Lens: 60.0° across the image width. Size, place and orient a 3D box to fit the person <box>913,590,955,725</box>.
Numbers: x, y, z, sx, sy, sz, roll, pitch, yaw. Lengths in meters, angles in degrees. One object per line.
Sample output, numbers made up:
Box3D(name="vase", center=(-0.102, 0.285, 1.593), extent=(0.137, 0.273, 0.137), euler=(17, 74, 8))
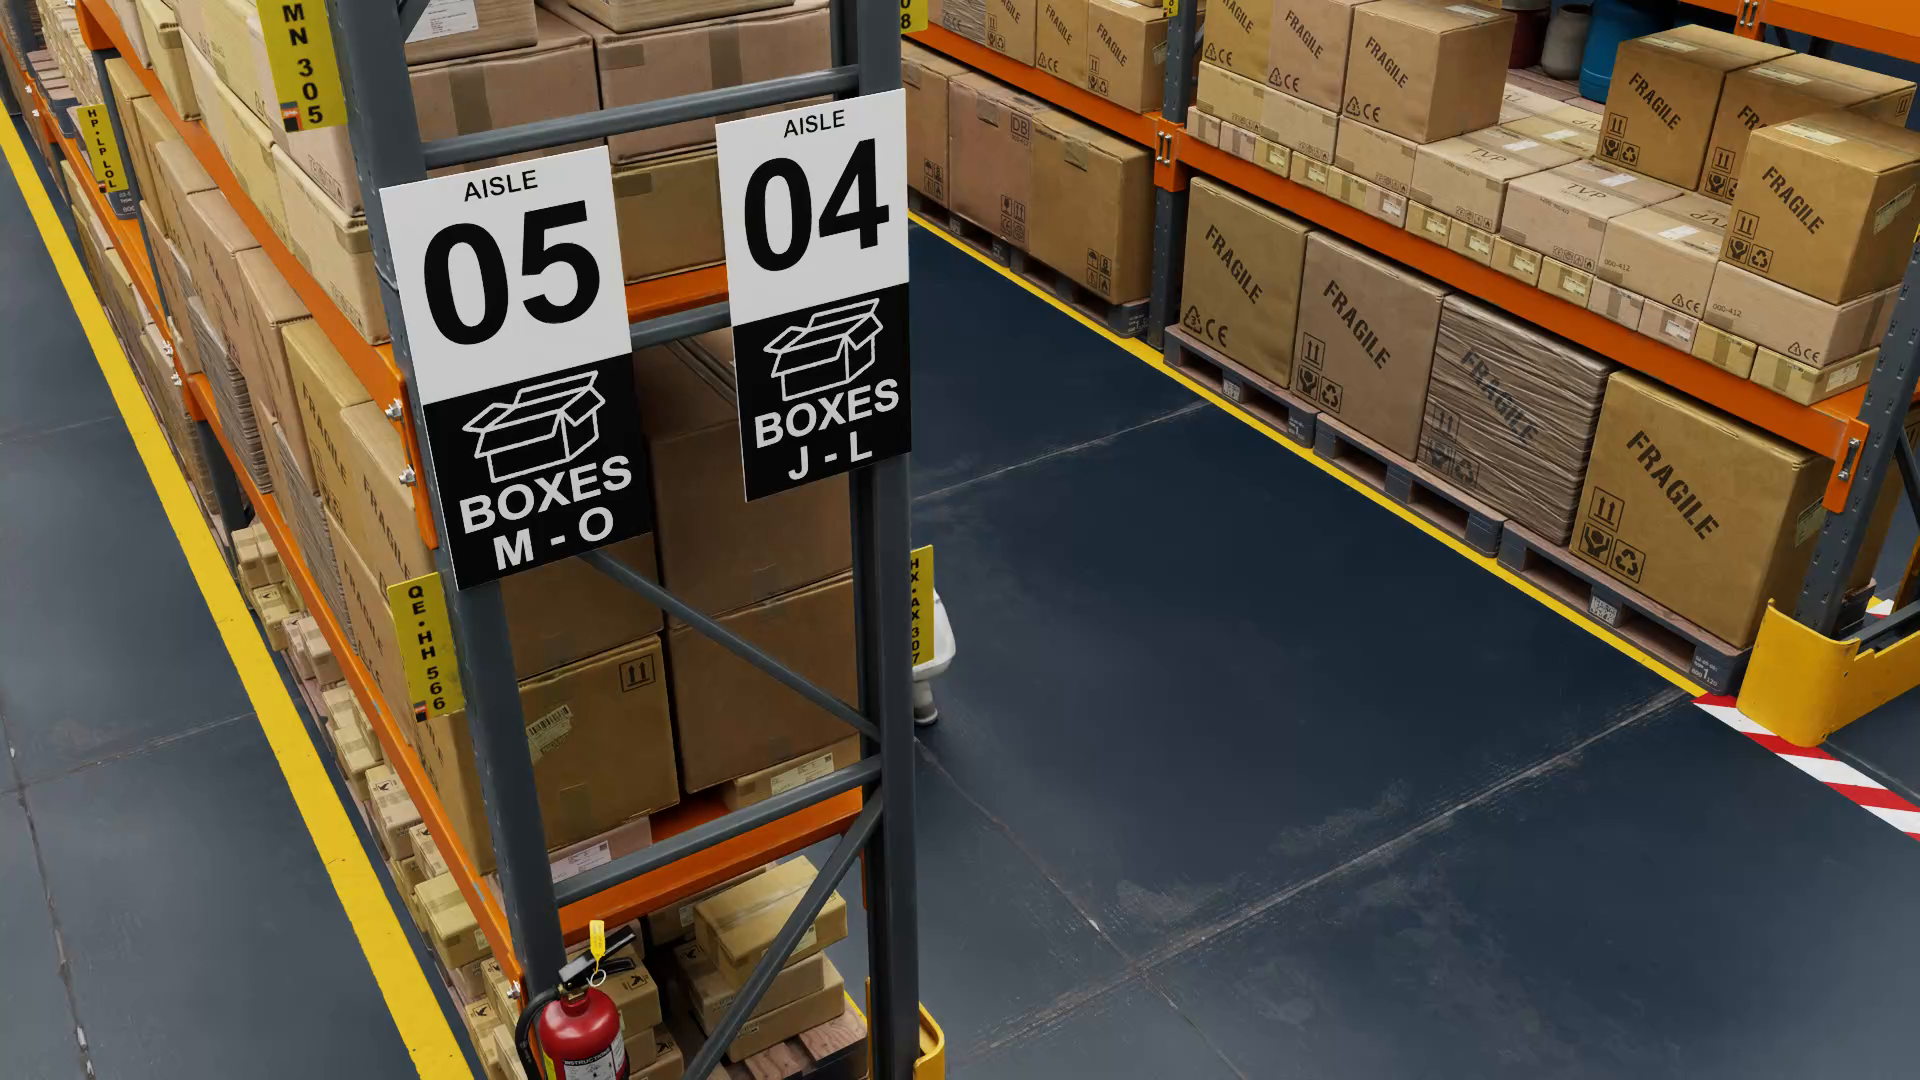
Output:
Box3D(name="person", center=(-0.421, 0.295, 6.542), extent=(0.548, 0.901, 0.968), euler=(-20, 37, -28))
